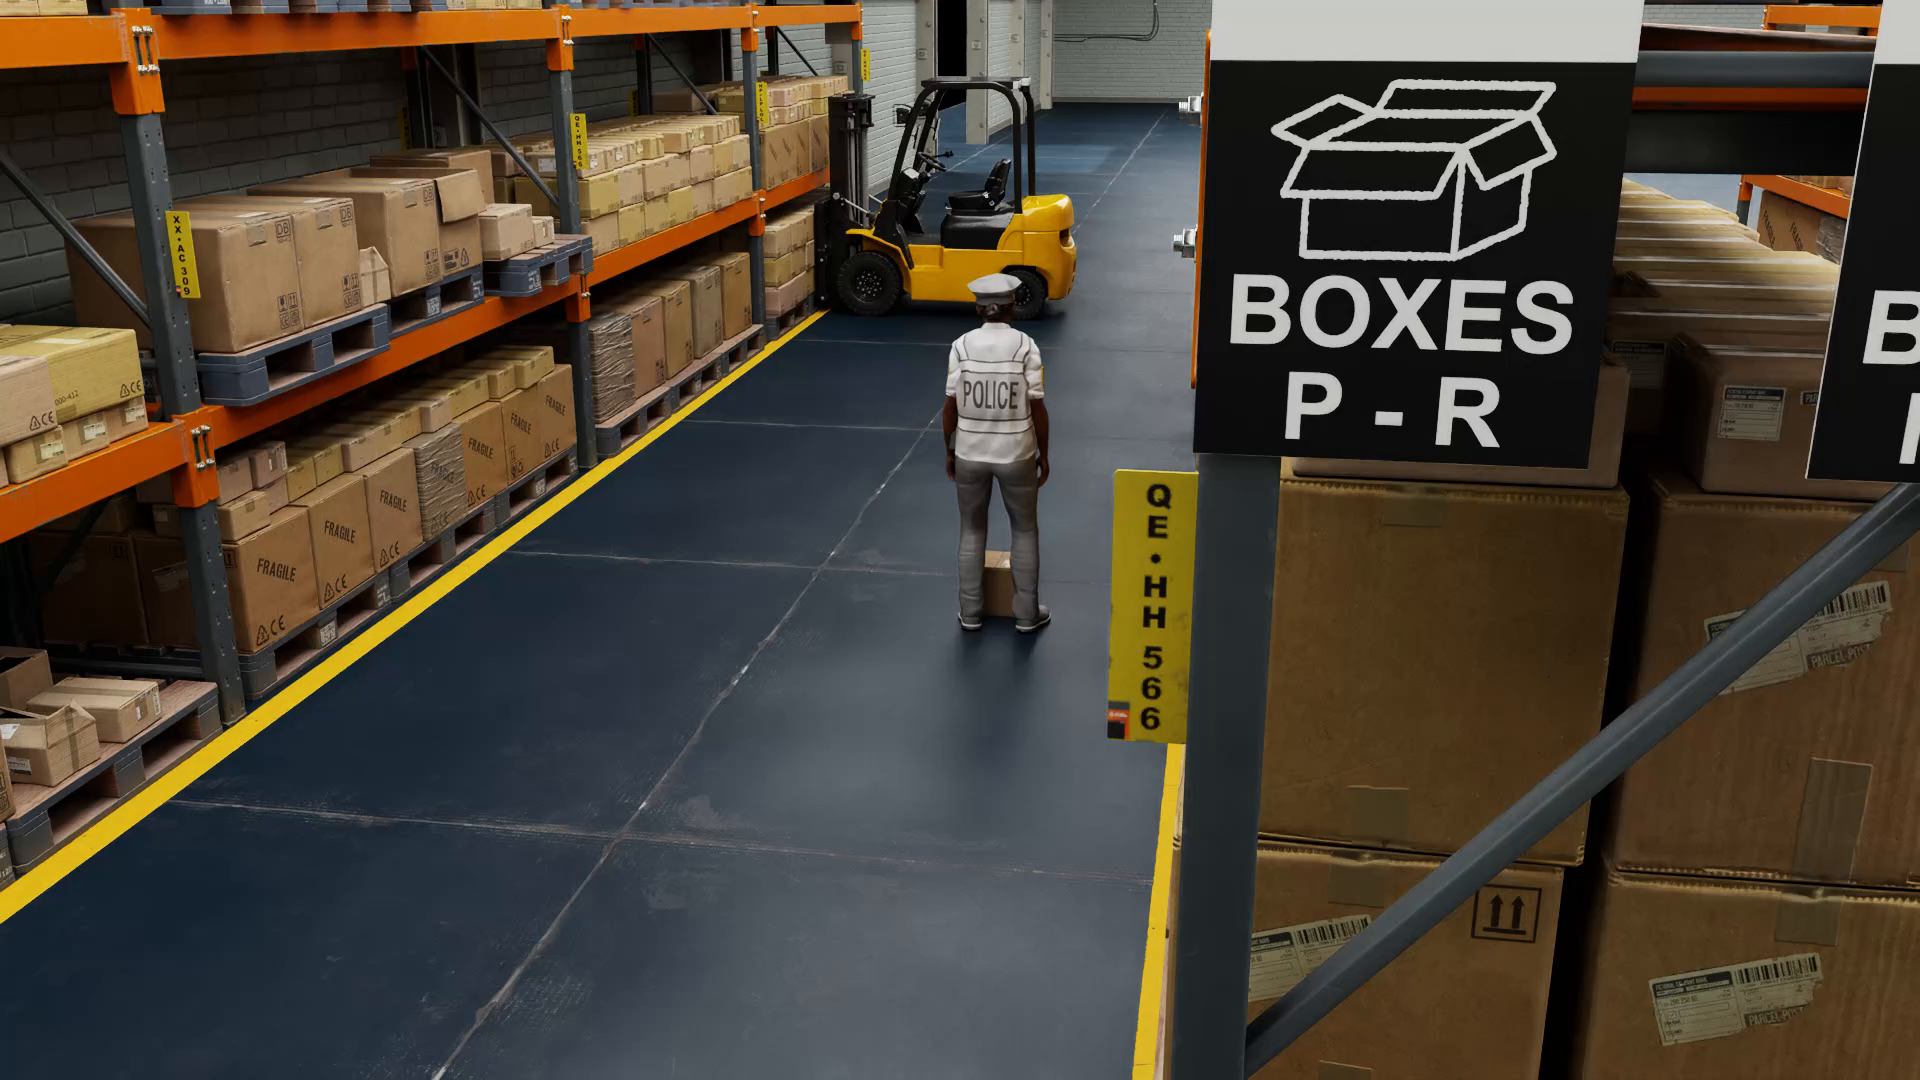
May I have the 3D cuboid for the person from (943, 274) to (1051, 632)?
[{"bbox_3d":[0.175,-0.381,7.732,0.503,1.656,0.397,3,18,9],"label":"person"}]
